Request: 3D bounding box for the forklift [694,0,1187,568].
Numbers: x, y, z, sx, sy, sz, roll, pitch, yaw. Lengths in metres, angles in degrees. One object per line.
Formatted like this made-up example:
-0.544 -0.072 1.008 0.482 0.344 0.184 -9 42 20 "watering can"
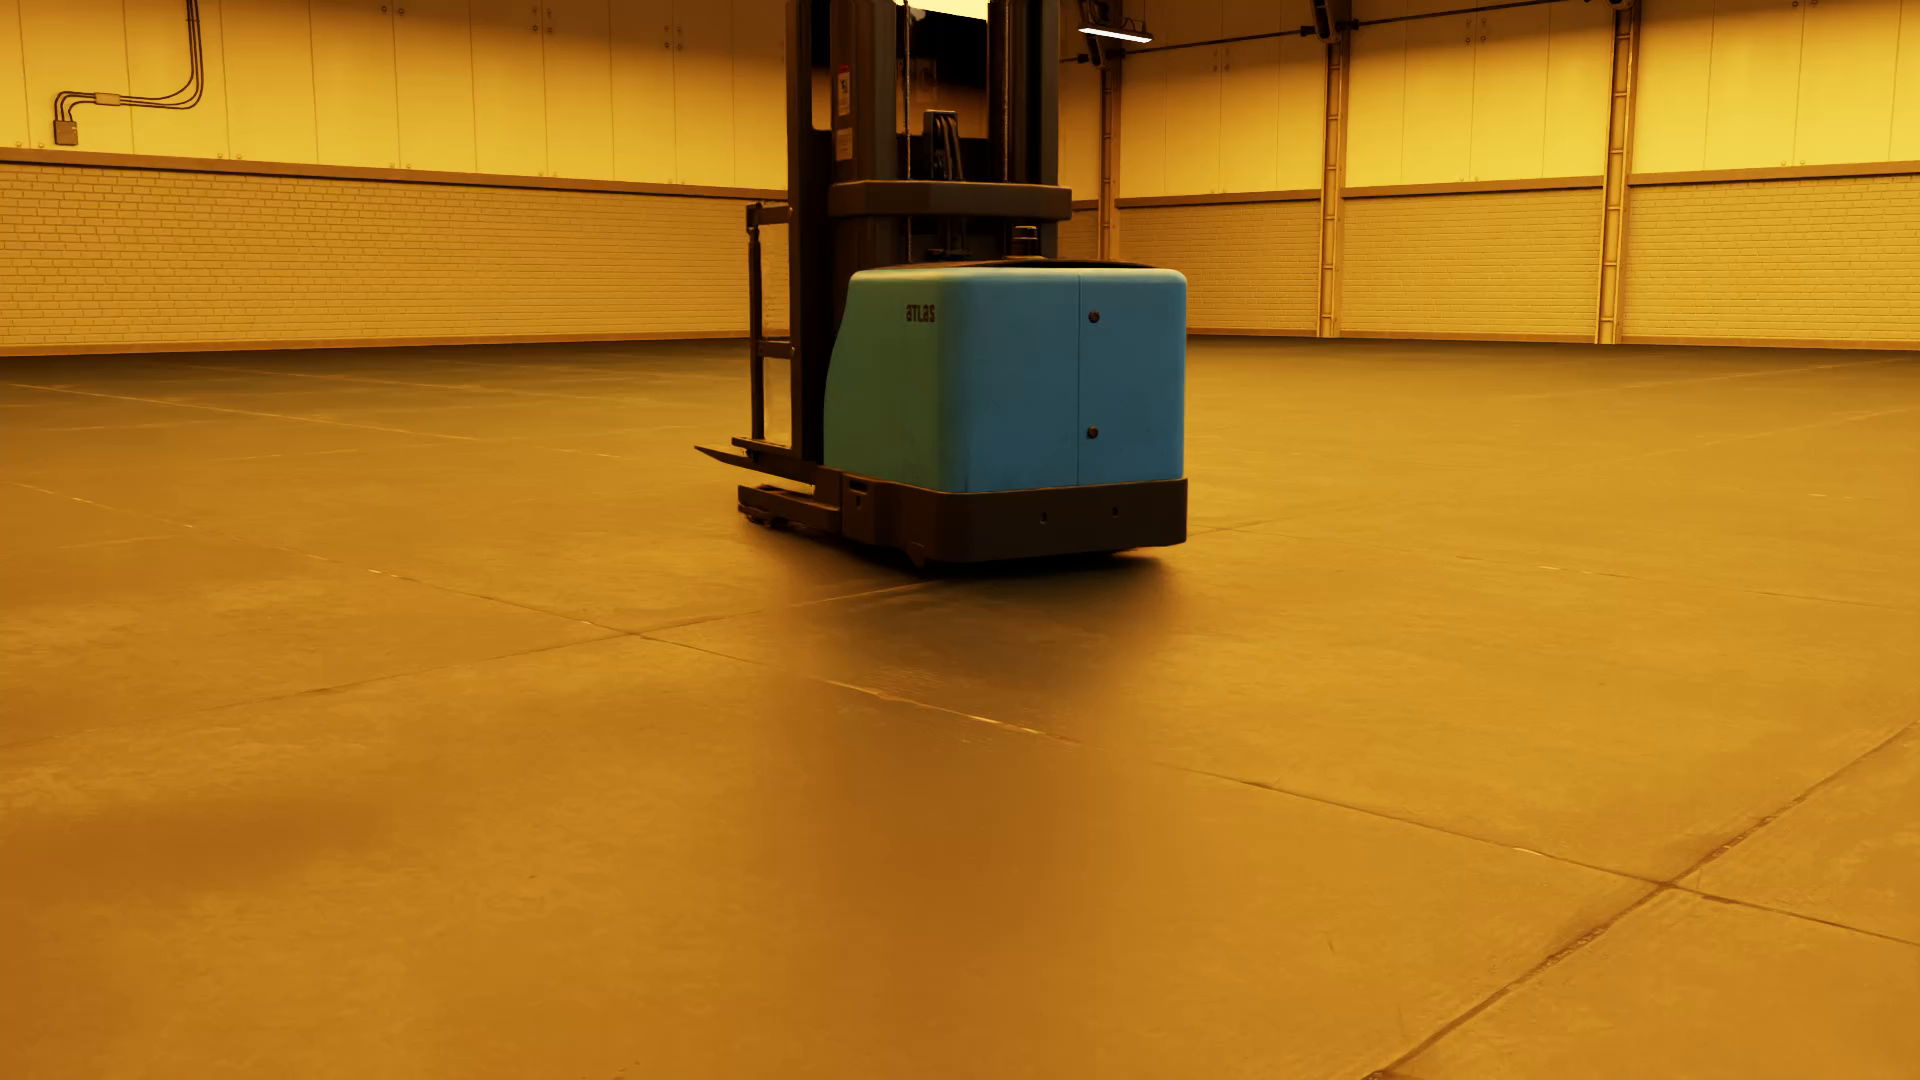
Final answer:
-0.311 -1.529 7.026 1.130 2.935 3.031 -5 10 -29 "forklift"
